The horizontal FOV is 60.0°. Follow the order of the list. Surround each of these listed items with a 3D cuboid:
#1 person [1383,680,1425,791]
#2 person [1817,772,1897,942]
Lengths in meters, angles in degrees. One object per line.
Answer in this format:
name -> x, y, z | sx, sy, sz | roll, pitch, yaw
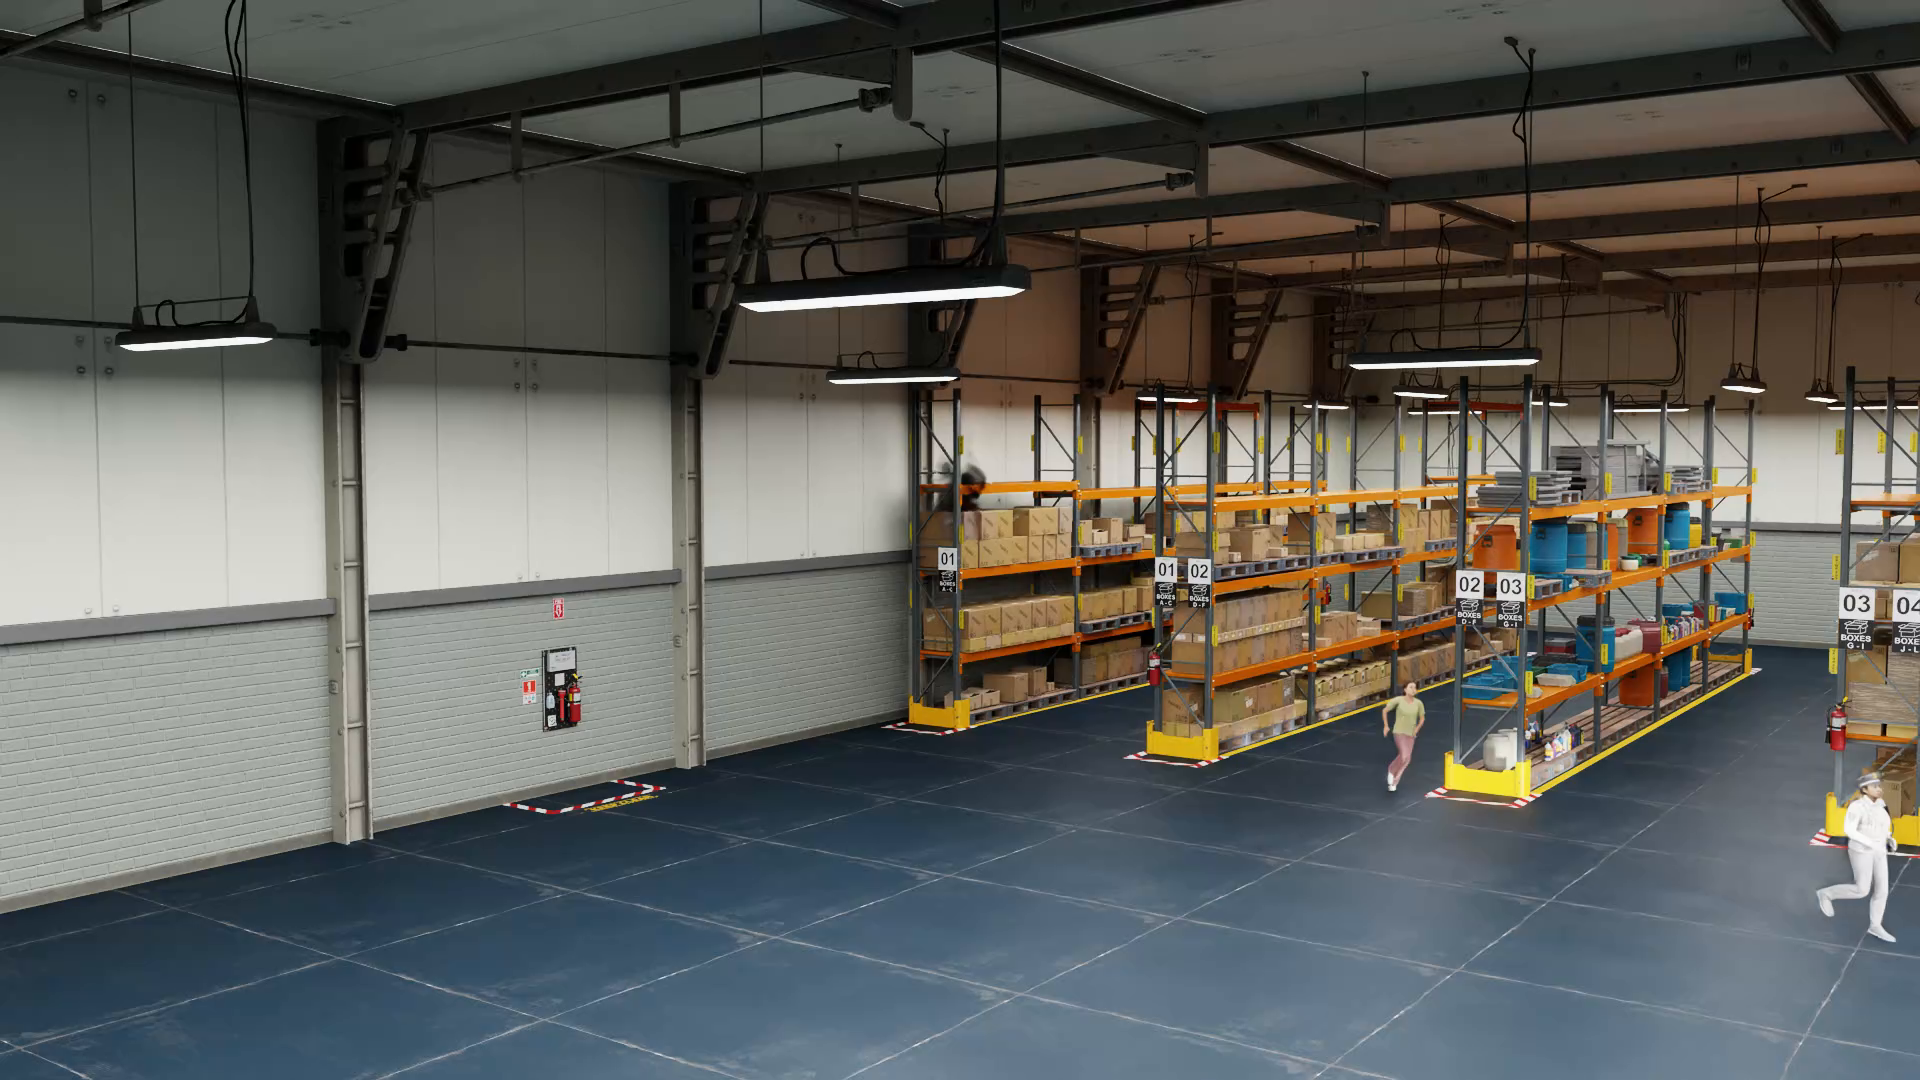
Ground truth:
person -> 6.453, 2.826, 24.000 | 0.589, 1.607, 0.551 | 0, 3, -7
person -> 9.283, 3.203, 17.093 | 0.624, 1.695, 0.781 | -1, 4, -25
